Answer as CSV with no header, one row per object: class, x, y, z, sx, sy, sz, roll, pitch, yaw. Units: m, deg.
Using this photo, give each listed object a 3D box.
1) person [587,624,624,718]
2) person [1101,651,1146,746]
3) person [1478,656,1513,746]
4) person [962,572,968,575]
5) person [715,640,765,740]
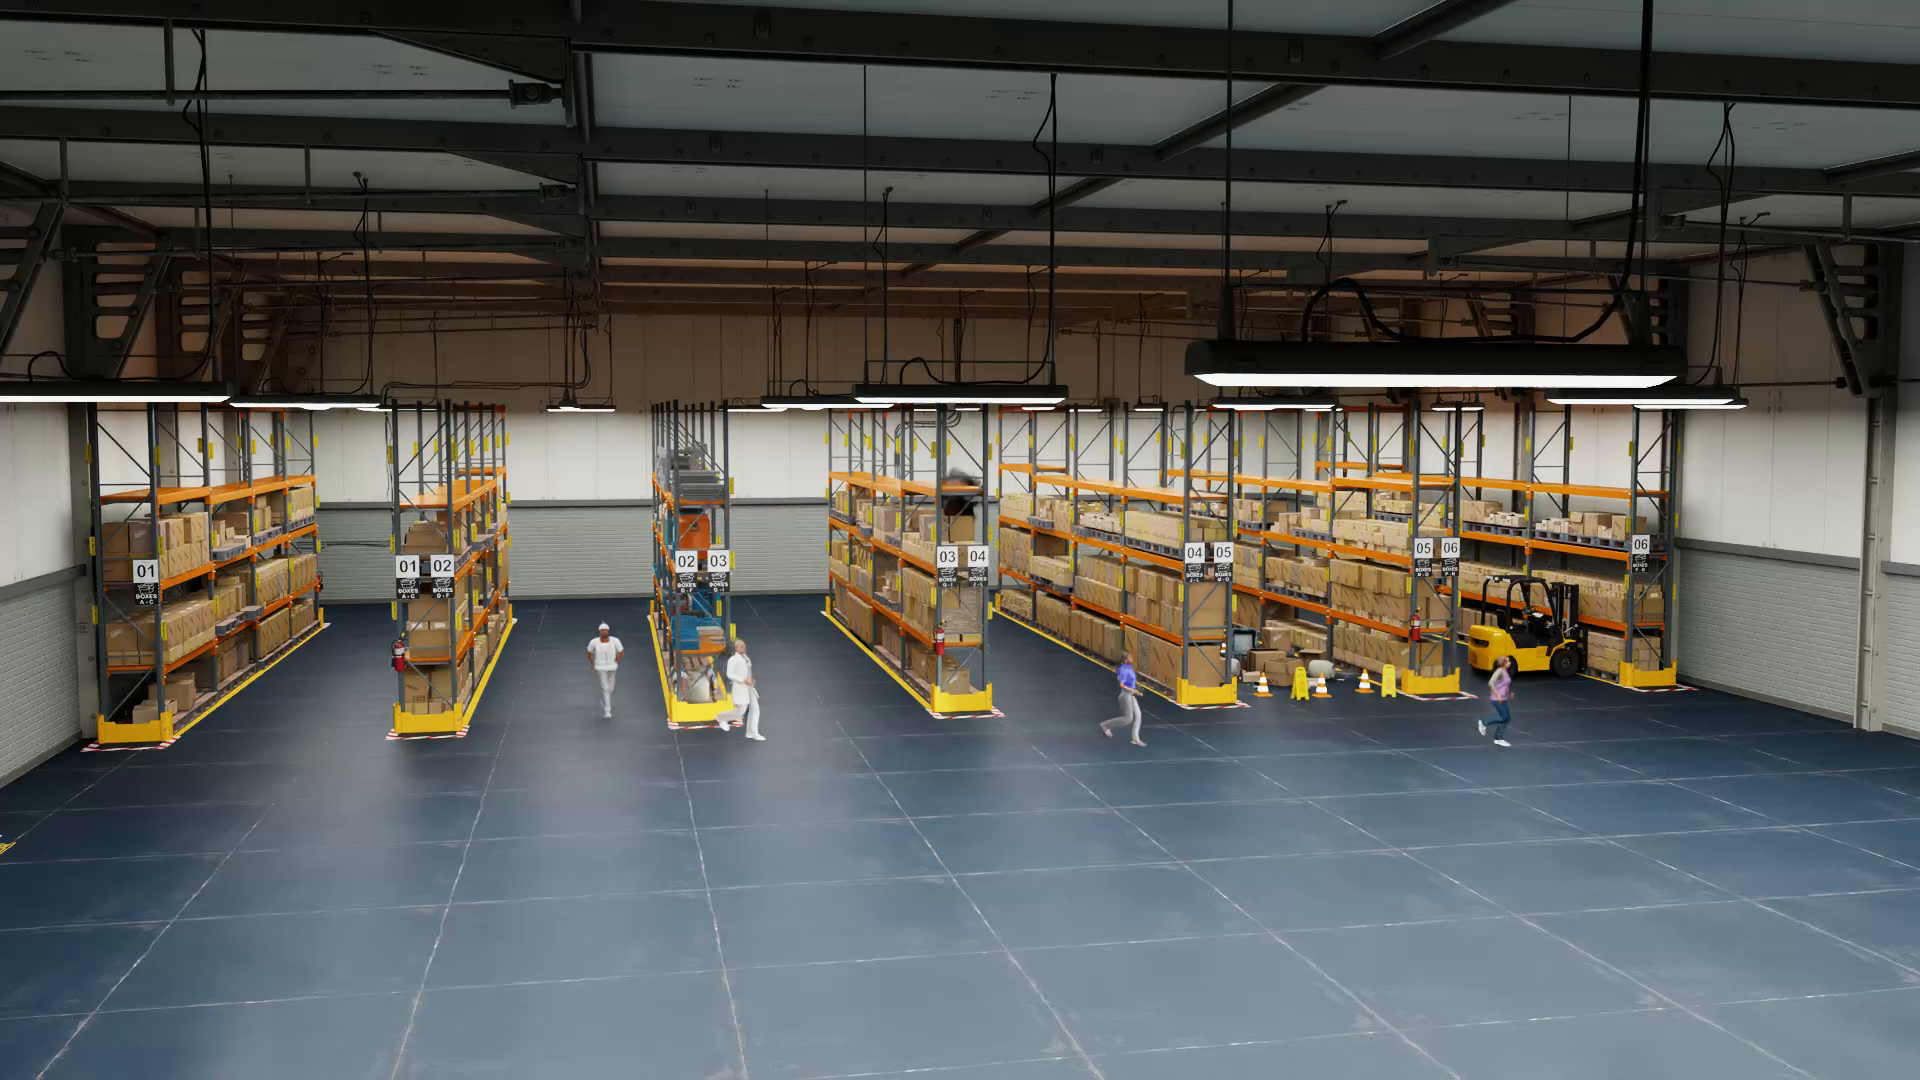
person,-6.742,2.463,31.700,0.689,1.767,0.852,-2,5,-20
person,2.850,2.748,28.853,0.791,1.649,0.578,1,4,14
person,9.321,2.778,28.921,0.548,1.564,0.558,3,5,33
person,0.058,1.174,48.829,0.811,1.756,0.689,-3,5,-38
person,-3.880,2.647,29.419,0.957,1.766,0.724,2,5,24
